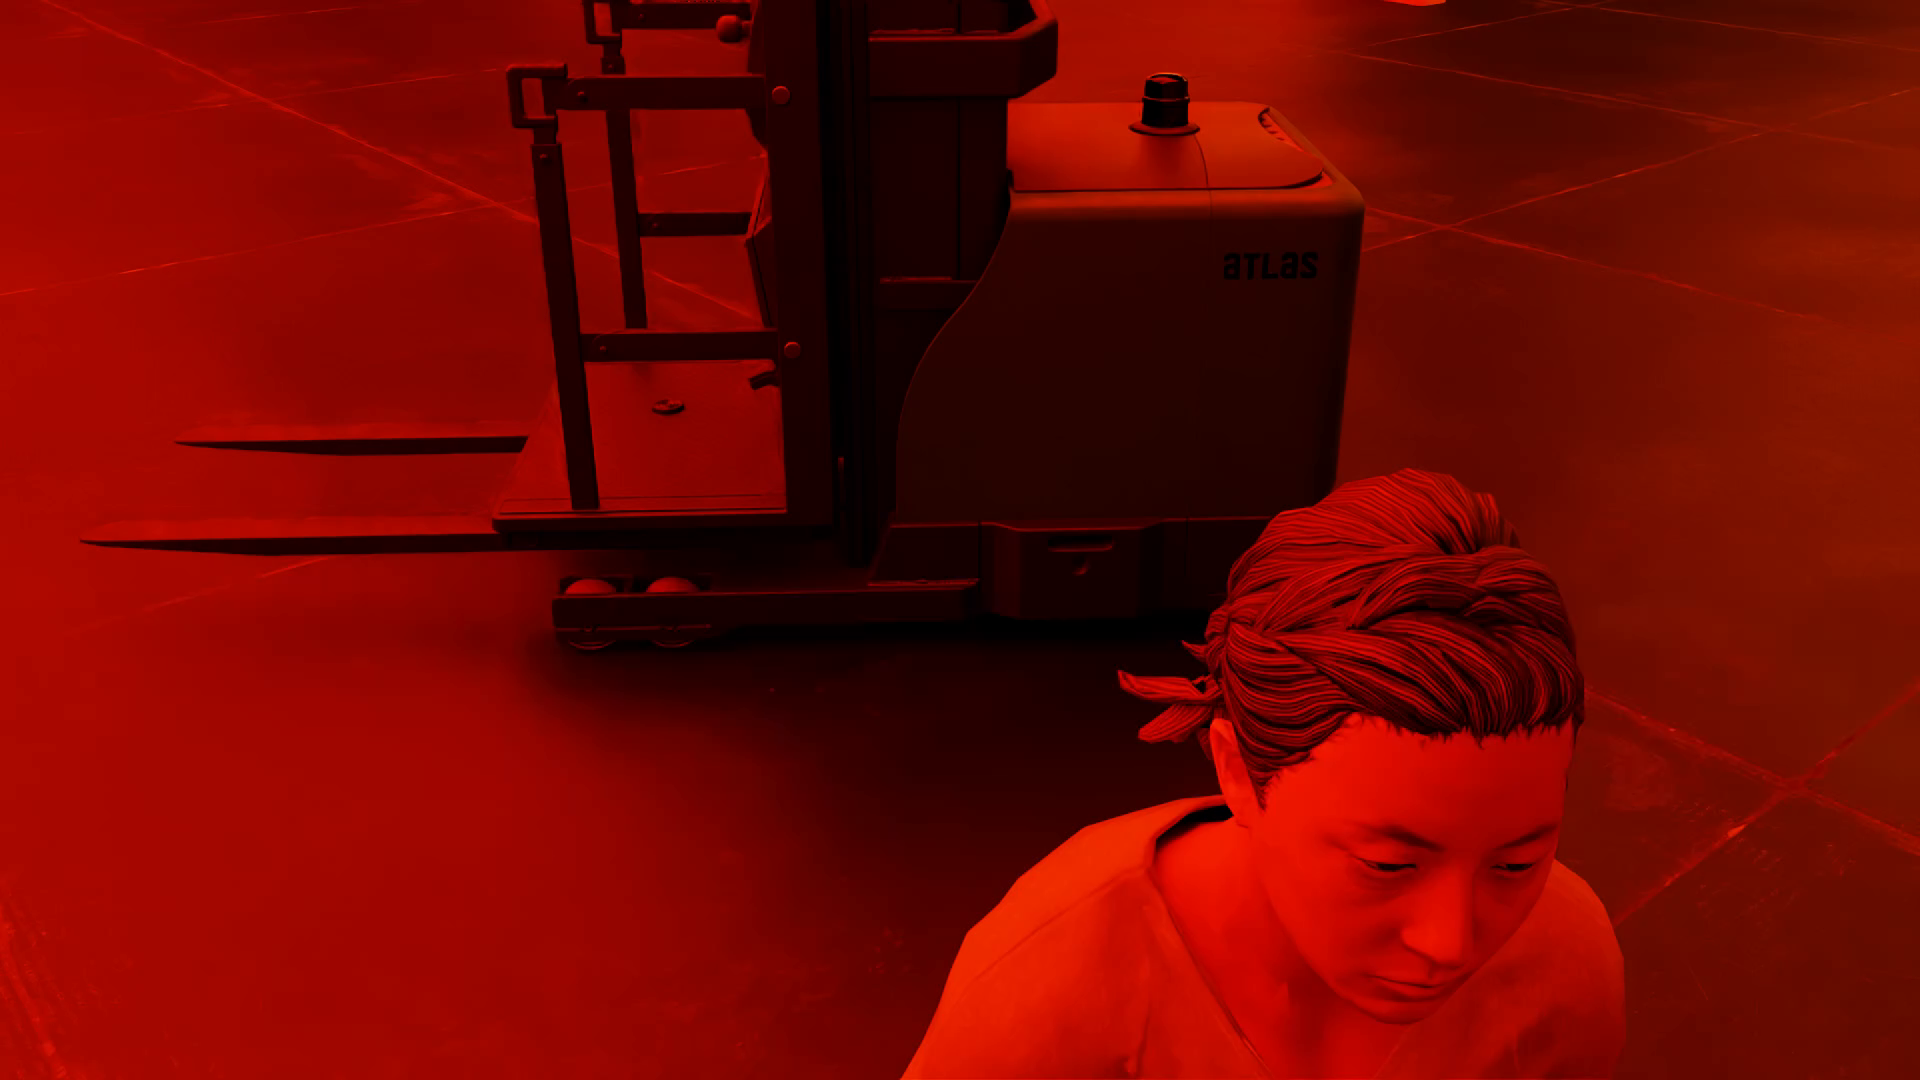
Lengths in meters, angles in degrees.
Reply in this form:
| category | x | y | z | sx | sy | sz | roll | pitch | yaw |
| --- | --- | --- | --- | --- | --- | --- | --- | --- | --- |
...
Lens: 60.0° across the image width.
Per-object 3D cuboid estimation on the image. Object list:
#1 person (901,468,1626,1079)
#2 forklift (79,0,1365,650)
| category | x | y | z | sx | sy | sz | roll | pitch | yaw |
| --- | --- | --- | --- | --- | --- | --- | --- | --- | --- |
| person | 0.184 | 0.707 | 1.195 | 0.516 | 1.671 | 0.365 | -2 | 26 | -4 |
| forklift | -0.624 | -1.292 | 3.807 | 3.031 | 2.935 | 1.130 | -1 | 26 | -2 |
